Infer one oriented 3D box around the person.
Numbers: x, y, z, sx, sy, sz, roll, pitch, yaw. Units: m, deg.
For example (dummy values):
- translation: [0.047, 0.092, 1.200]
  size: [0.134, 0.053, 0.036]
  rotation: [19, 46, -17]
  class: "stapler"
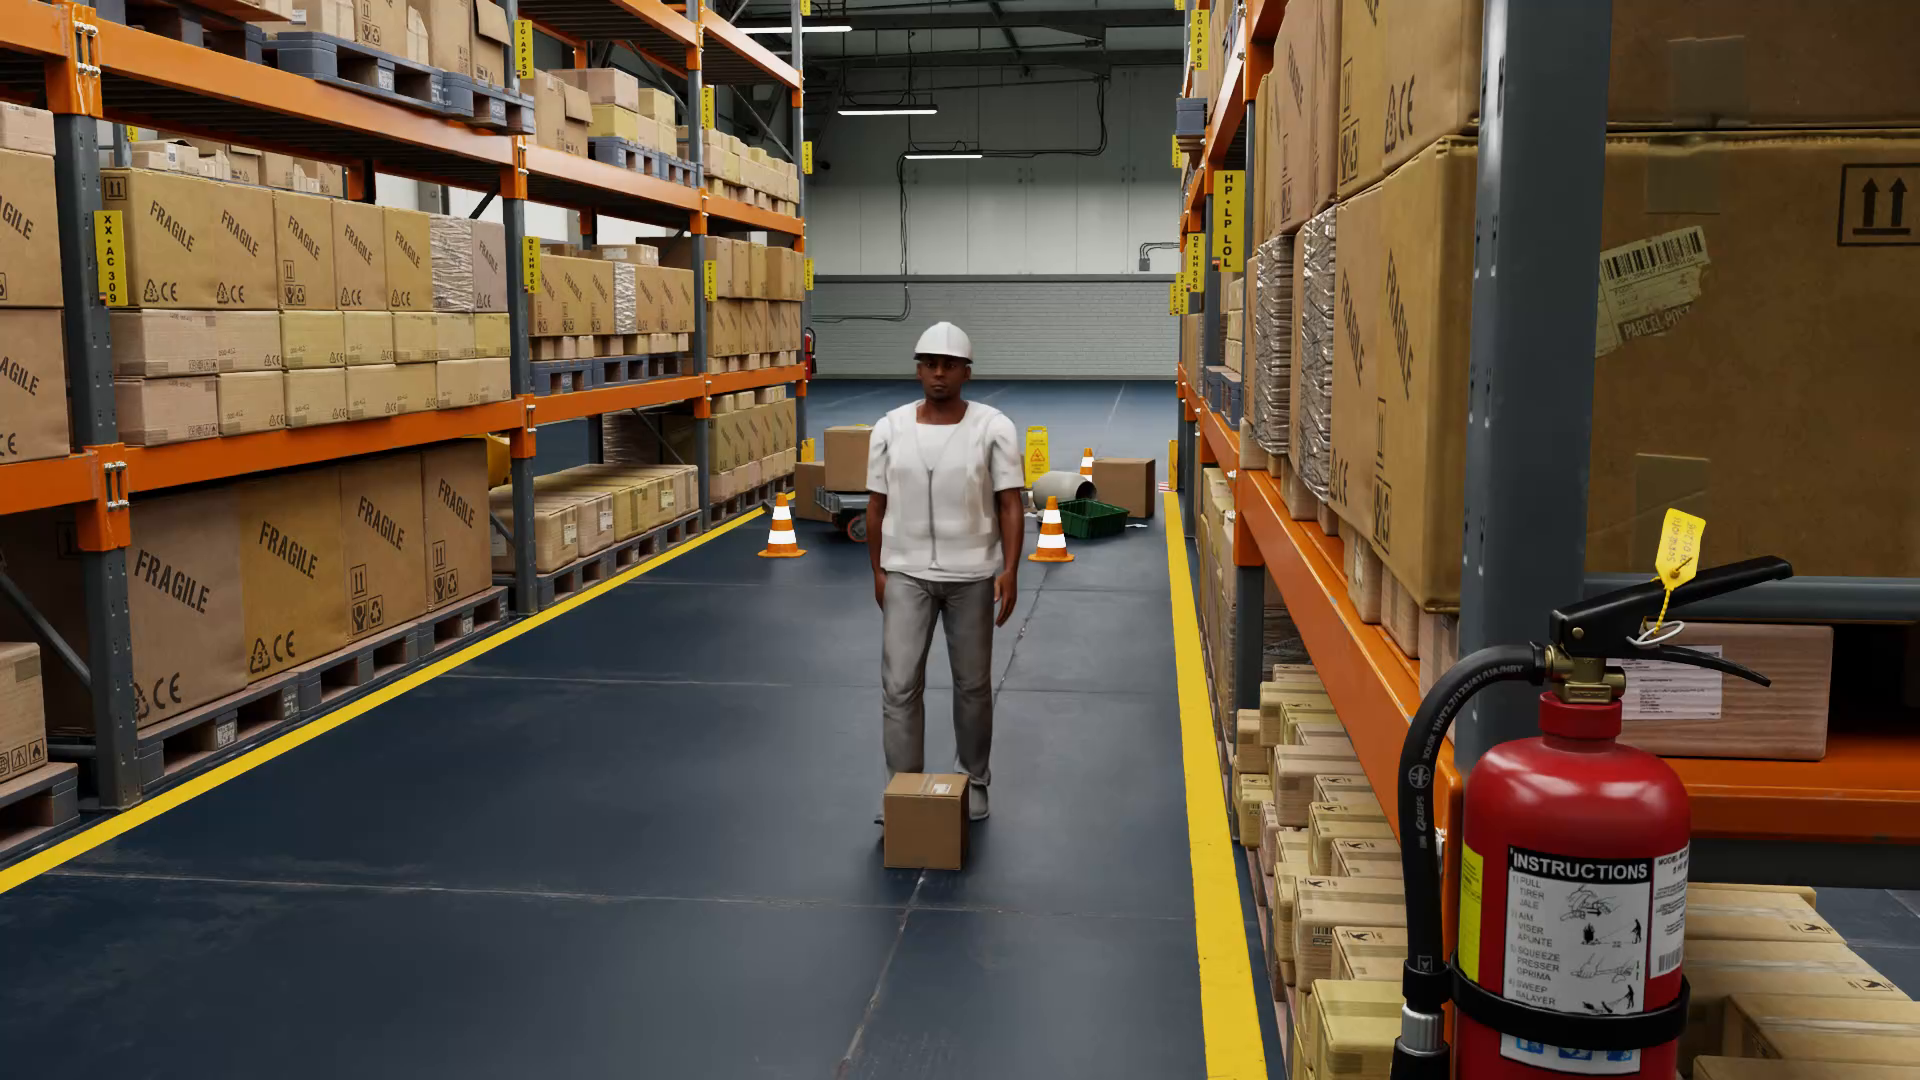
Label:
- translation: [-0.065, 0.131, 5.790]
  size: [0.571, 1.765, 0.578]
  rotation: [1, 8, 7]
  class: "person"
